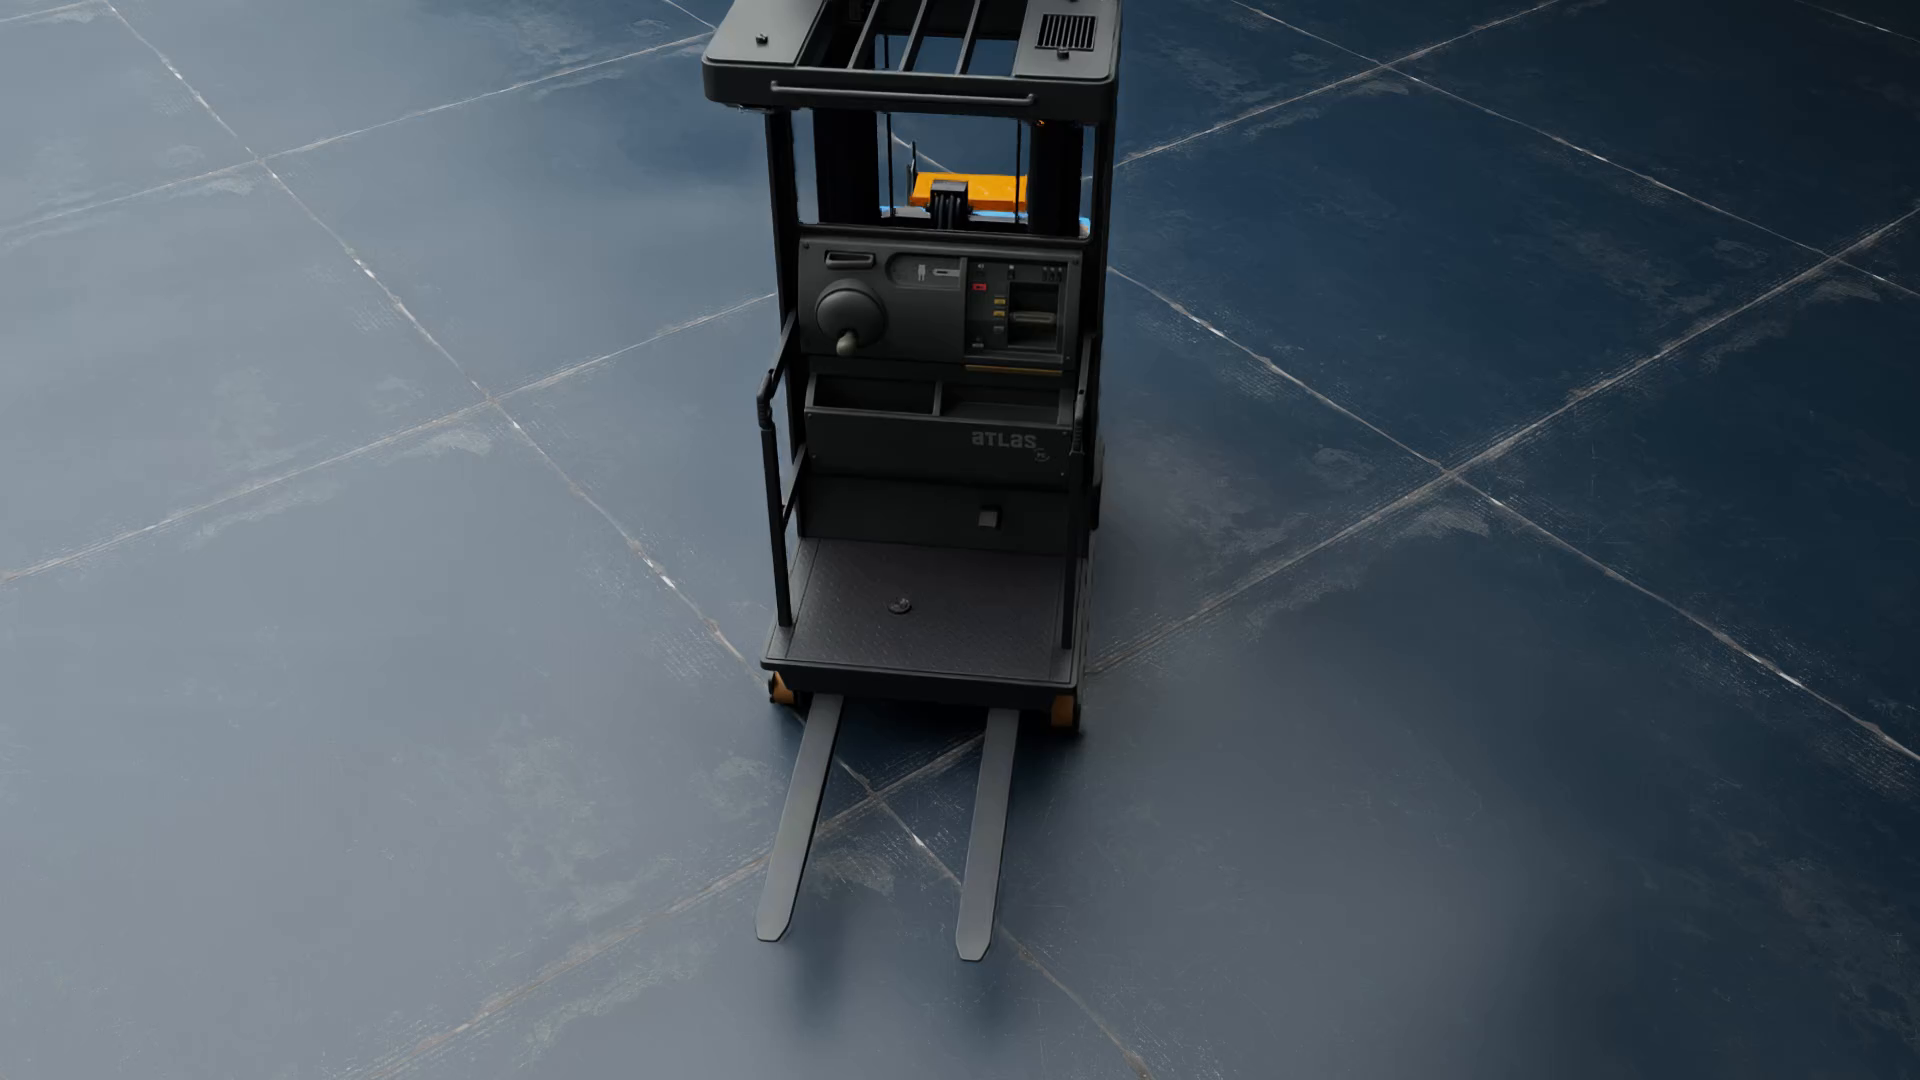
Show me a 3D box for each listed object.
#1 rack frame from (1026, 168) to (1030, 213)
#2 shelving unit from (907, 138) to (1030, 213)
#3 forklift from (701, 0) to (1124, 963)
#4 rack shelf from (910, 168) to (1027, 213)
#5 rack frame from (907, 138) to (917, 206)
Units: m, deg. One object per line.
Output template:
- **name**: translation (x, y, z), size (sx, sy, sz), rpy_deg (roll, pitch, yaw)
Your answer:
- **rack frame**: translation (0.287, -1.085, 7.119), size (0.015, 1.200, 0.240), rpy_deg (3, 37, 4)
- **shelving unit**: translation (0.044, -1.099, 7.136), size (0.503, 1.200, 0.258), rpy_deg (3, 37, 4)
- **forklift**: translation (-0.092, -0.700, 5.292), size (1.130, 2.935, 3.031), rpy_deg (4, 40, 5)
- **rack shelf**: translation (0.045, -1.412, 6.898), size (0.480, 0.148, 0.258), rpy_deg (3, 37, 4)
- **rack frame**: translation (-0.199, -1.113, 7.153), size (0.015, 1.200, 0.240), rpy_deg (3, 37, 4)
